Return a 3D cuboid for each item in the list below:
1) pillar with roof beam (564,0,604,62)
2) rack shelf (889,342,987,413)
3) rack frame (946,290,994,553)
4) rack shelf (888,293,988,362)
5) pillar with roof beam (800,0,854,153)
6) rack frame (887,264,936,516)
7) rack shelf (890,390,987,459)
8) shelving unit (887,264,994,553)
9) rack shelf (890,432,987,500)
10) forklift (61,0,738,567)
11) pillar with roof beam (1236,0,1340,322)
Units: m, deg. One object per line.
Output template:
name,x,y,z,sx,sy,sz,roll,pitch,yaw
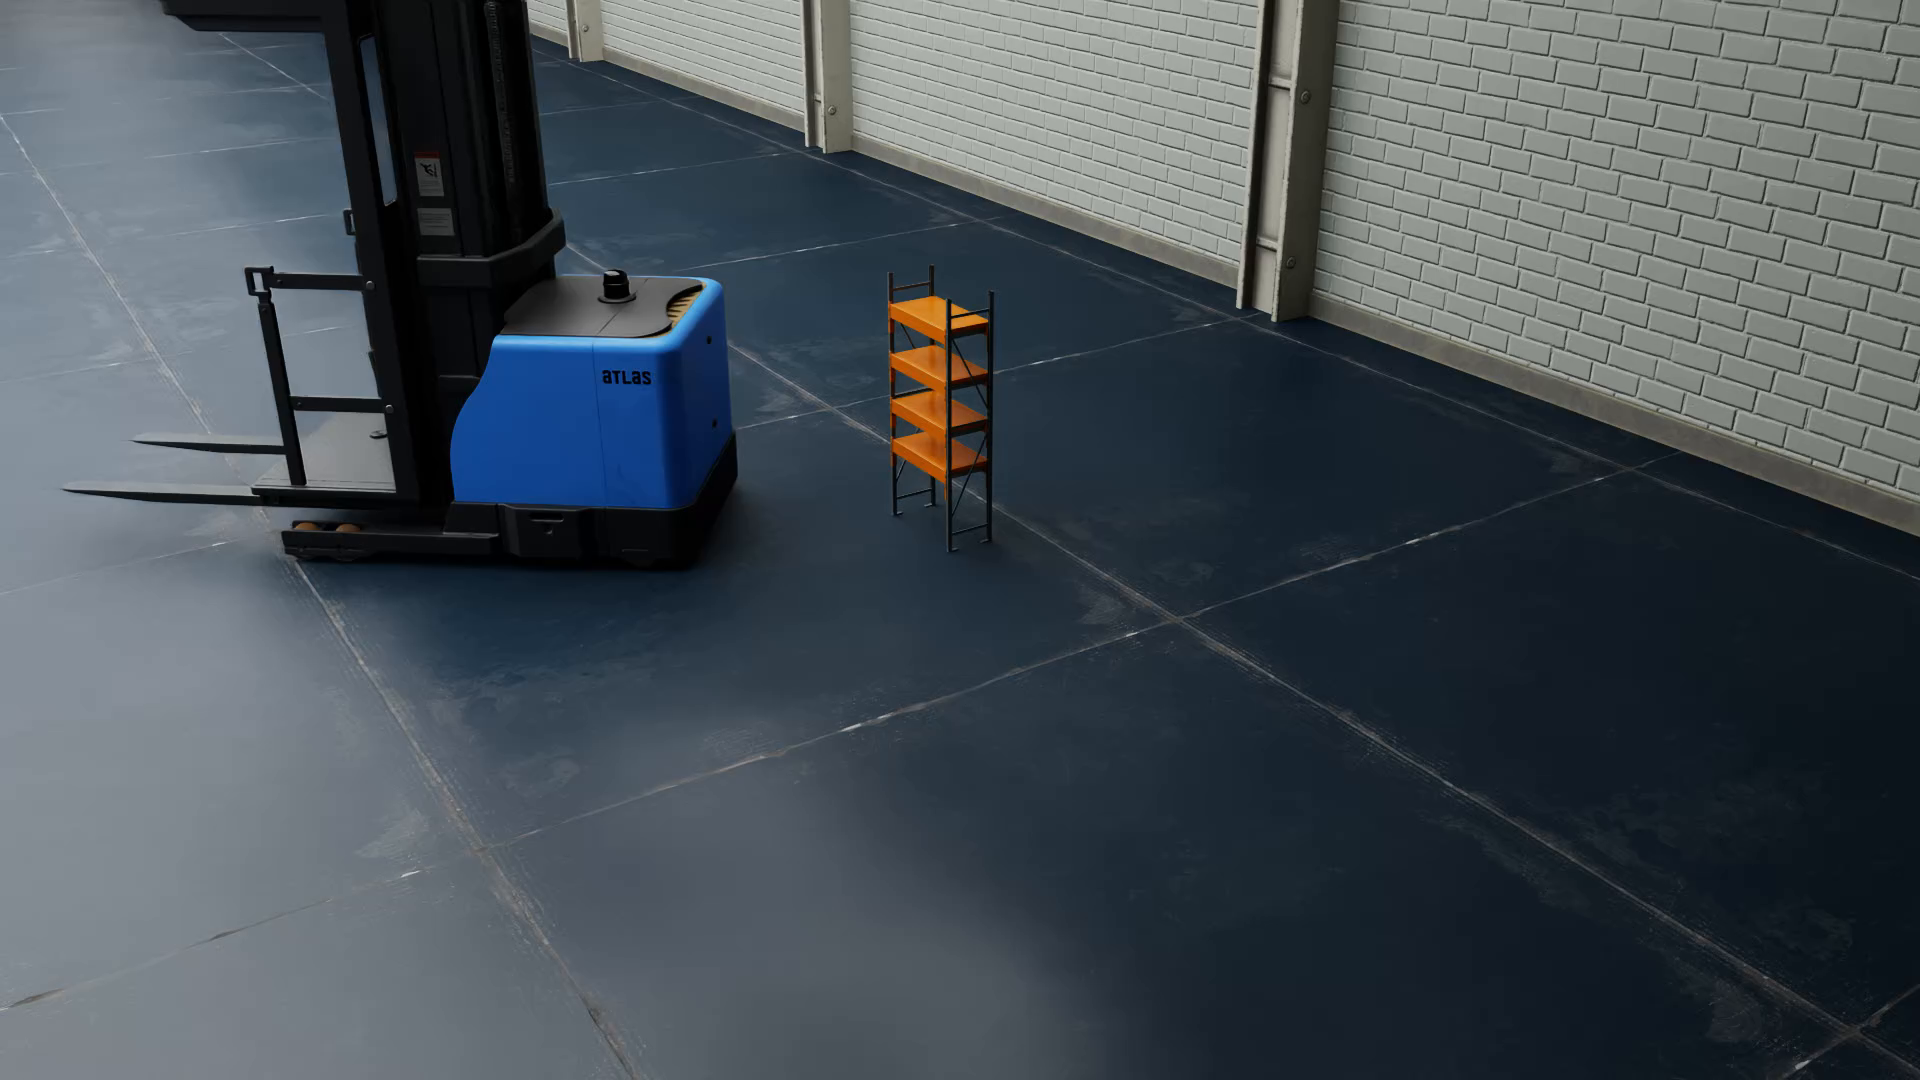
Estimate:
pillar with roof beam,-8.095,-8.870,15.998,9.100,9.000,0.400,-16,29,-30
rack shelf,-0.090,-0.743,7.552,0.258,0.148,0.480,-16,29,-30
rack frame,0.043,-0.515,7.434,0.240,1.200,0.015,-16,29,-30
rack shelf,-0.090,-0.957,7.452,0.258,0.148,0.480,-16,29,-30
pillar with roof beam,-4.820,-6.724,11.452,9.100,9.000,0.400,-16,29,-30
rack frame,-0.224,-0.689,7.804,0.240,1.200,0.015,-16,29,-30
rack shelf,-0.090,-0.541,7.648,0.258,0.148,0.480,-16,29,-30
shelving unit,-0.090,-0.602,7.619,0.258,1.200,0.503,-16,29,-30
rack shelf,-0.090,-0.361,7.733,0.258,0.148,0.480,-16,29,-30
forklift,-2.648,-1.449,7.386,3.031,2.935,1.130,2,25,4
pillar with roof beam,-1.545,-4.578,6.906,9.100,9.000,0.400,-16,29,-30
